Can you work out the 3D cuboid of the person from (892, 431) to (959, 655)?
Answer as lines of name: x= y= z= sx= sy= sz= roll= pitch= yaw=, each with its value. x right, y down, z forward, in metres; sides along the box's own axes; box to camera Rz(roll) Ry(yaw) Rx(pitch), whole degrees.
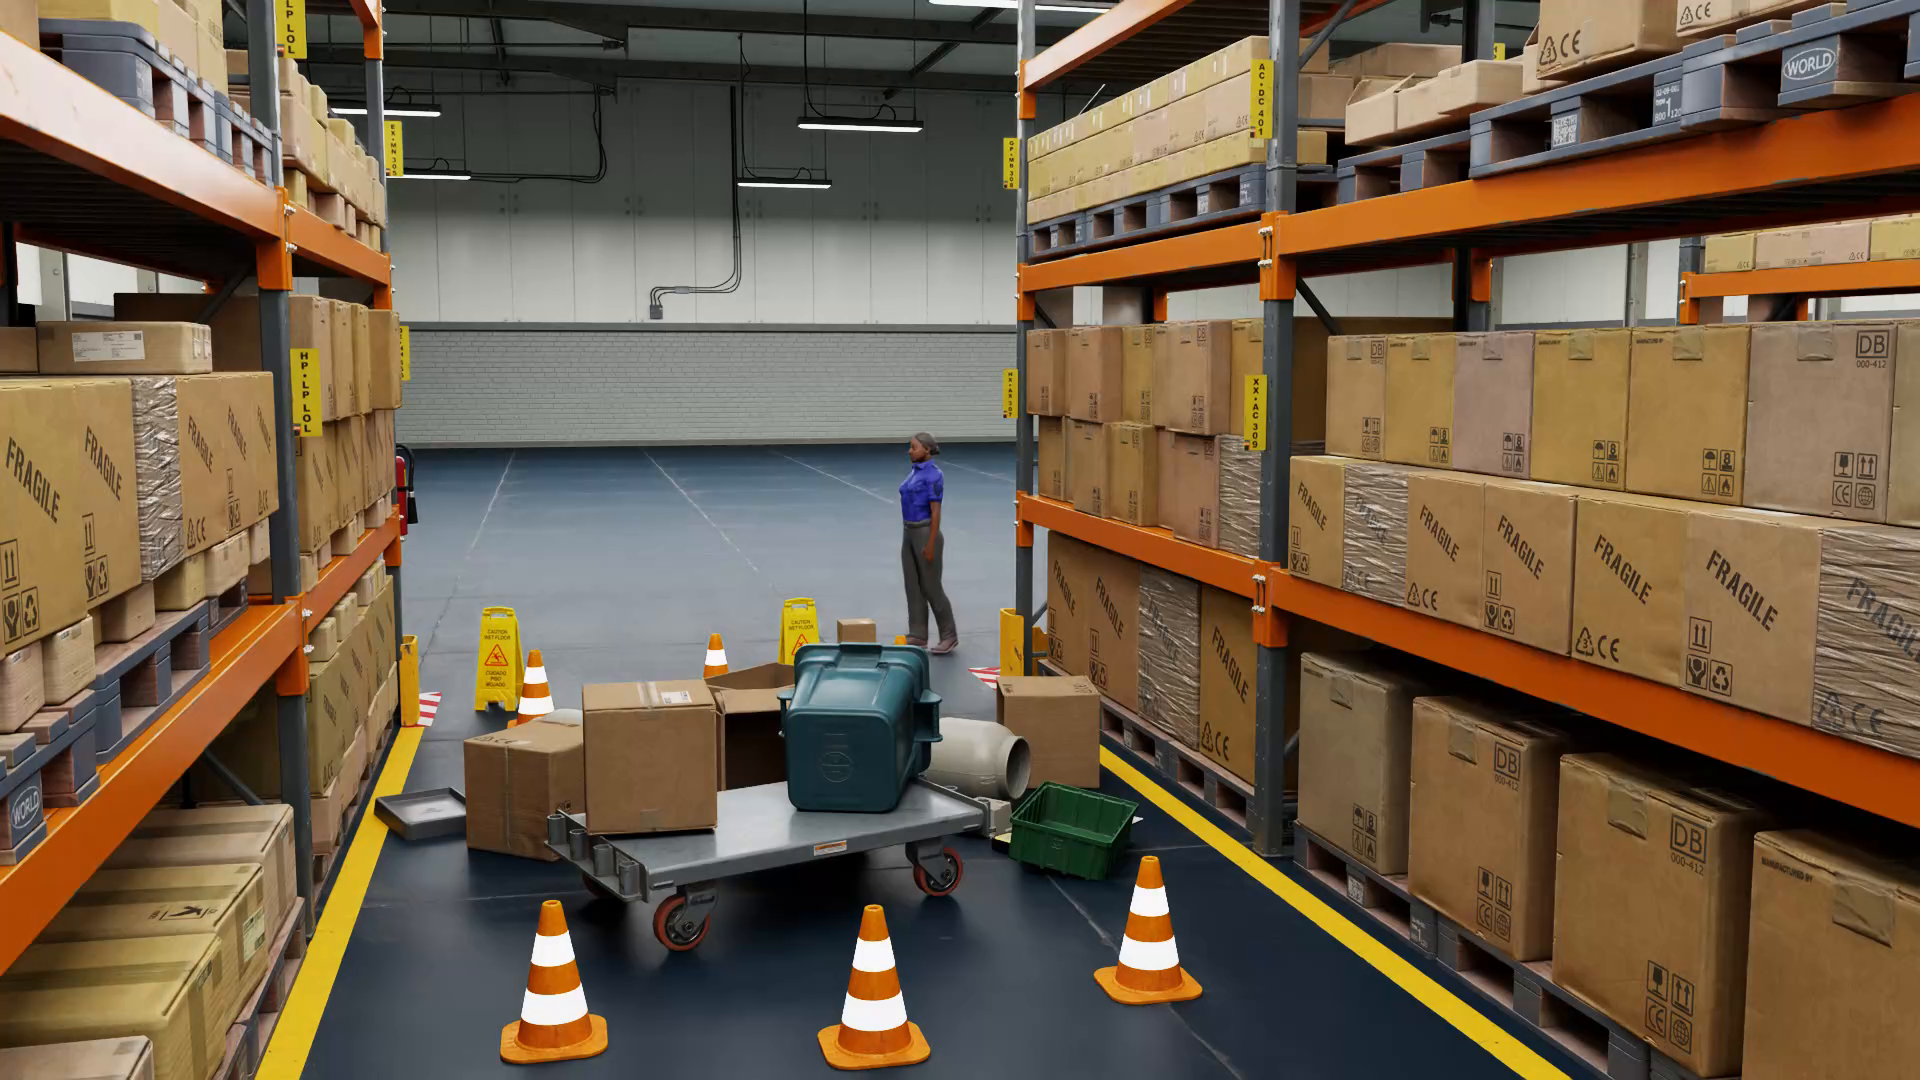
person: x=-0.265 y=0.017 z=12.500 sx=0.493 sy=1.665 sz=0.471 roll=-3 pitch=7 yaw=-27
